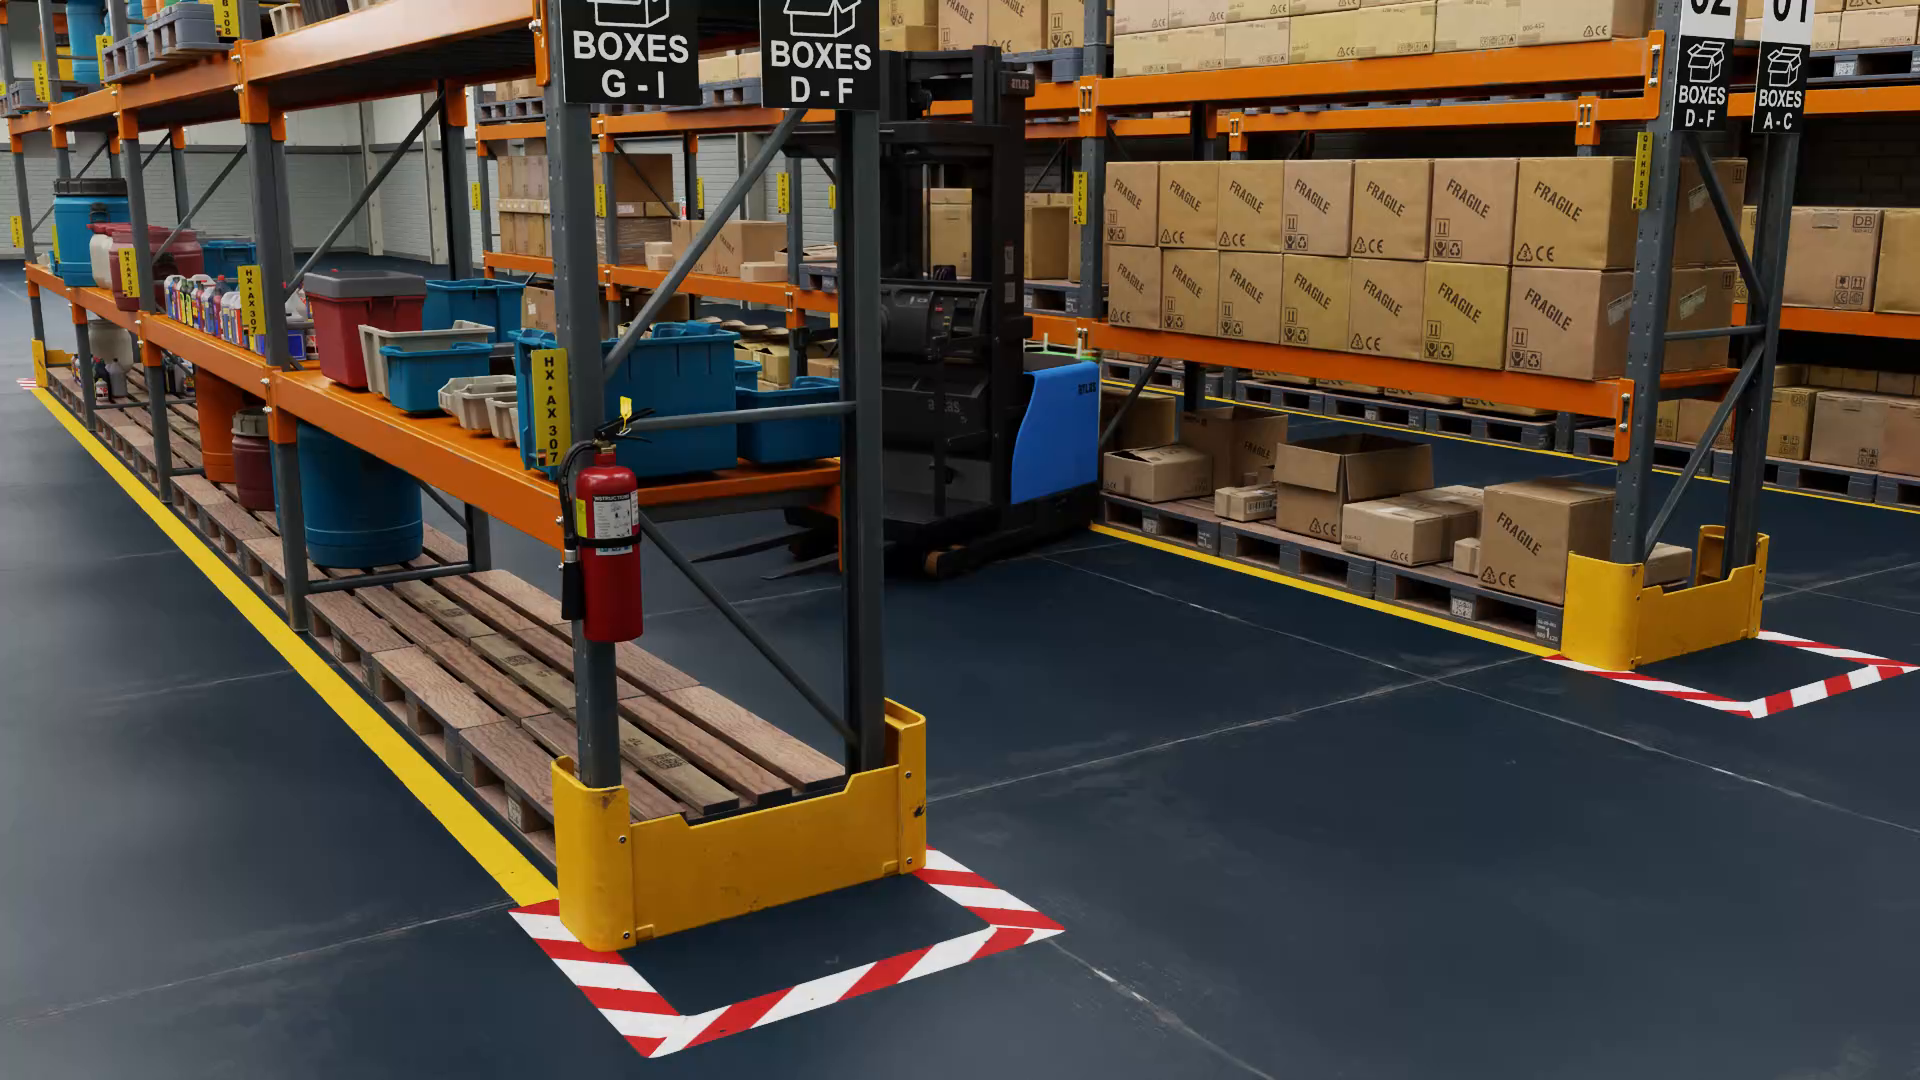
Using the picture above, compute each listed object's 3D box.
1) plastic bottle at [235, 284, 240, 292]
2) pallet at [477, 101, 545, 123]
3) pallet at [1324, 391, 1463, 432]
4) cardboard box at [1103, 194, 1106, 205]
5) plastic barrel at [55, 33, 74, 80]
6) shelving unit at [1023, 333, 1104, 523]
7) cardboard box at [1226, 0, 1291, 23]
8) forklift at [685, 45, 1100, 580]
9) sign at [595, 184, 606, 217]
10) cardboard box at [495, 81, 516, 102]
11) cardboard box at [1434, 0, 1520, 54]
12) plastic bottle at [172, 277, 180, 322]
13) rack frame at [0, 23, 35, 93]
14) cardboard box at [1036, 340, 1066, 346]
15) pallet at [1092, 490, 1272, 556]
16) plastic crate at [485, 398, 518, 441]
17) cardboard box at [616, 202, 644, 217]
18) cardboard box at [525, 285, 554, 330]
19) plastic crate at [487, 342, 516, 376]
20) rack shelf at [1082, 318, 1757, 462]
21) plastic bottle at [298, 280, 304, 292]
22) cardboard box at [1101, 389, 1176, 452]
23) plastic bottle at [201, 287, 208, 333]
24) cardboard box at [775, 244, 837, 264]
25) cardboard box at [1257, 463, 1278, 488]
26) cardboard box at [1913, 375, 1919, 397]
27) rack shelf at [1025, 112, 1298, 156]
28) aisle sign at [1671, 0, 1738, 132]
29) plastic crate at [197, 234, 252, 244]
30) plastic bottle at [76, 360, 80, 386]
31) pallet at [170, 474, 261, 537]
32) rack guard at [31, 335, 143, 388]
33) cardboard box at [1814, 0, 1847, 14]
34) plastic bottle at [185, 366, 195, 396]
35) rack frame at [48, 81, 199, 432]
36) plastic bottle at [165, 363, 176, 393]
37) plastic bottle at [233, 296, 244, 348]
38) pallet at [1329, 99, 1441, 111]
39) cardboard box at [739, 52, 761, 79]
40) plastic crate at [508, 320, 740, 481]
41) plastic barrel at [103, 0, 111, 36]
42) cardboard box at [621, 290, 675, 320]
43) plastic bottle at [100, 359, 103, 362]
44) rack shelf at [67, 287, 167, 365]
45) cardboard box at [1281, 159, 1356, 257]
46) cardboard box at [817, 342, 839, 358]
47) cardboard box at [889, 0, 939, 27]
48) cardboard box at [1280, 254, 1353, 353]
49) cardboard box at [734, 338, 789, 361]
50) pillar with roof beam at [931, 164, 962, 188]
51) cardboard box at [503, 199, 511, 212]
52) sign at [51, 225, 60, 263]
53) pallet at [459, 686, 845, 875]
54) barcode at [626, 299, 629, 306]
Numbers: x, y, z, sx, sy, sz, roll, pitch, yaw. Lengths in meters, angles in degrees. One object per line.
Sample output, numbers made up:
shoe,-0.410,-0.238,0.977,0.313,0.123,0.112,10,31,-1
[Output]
plastic bottle,-4.248,-1.408,9.894,0.144,0.351,0.185,-8,15,-33
pallet,-5.061,-5.083,19.768,1.003,0.211,1.213,-8,15,-33
pallet,4.169,-1.225,15.471,1.003,0.211,1.213,-8,15,-33
cardboard box,1.855,-3.620,18.632,0.700,0.500,0.500,-6,14,-25
plastic barrel,-8.819,-4.778,16.746,0.600,0.588,0.600,0,12,0
shelving unit,0.635,-0.732,10.857,0.258,1.200,0.503,-7,14,-44
cardboard box,1.826,-2.997,9.203,0.500,0.250,0.500,-8,15,-33
forklift,-0.364,-1.322,9.548,1.130,2.935,3.031,9,15,34
sign,-3.676,-3.474,17.012,0.100,0.325,0.005,-8,15,-33
cardboard box,-5.116,-5.476,19.807,0.797,0.503,0.637,-7,14,-29
cardboard box,2.662,-2.486,8.039,0.500,0.250,0.500,-8,15,-33
plastic bottle,-5.009,-1.545,10.678,0.061,0.283,0.133,-8,15,-33
rack frame,-9.557,-6.134,17.349,1.000,3.000,0.127,-8,15,-33
cardboard box,1.329,-2.530,19.730,0.700,0.500,0.500,-8,14,-31
pallet,1.597,-0.171,10.648,1.003,0.211,1.213,-8,15,-33
plastic crate,-1.443,-0.435,5.808,0.396,0.136,0.243,-8,15,-33
cardboard box,-3.544,-3.467,17.440,0.380,0.149,0.250,-8,15,-33
cardboard box,-4.753,-2.720,19.475,0.500,0.500,0.500,-8,15,-33
plastic crate,-2.064,-0.797,7.489,0.437,0.125,0.590,-8,15,-33
rack shelf,2.326,-0.948,9.359,1.077,0.370,4.000,-8,15,-33
plastic bottle,-4.417,-1.661,11.211,0.061,0.283,0.133,-8,15,-33
cardboard box,1.153,-0.764,11.654,0.500,0.500,0.500,-9,15,-35
plastic bottle,-4.472,-1.374,9.923,0.097,0.271,0.097,0,12,0
cardboard box,-1.333,-2.505,15.004,0.500,0.311,0.500,-8,15,-33
cardboard box,2.185,-0.355,10.229,0.500,0.311,0.500,-8,15,-33
cardboard box,6.901,-1.080,11.630,0.380,0.149,0.250,-8,15,-32
rack shelf,2.015,-4.423,18.229,1.077,0.370,4.000,-8,15,-33
aisle sign,3.217,-2.165,7.157,0.394,0.787,0.004,-8,15,-33
plastic crate,-5.765,-2.136,12.957,0.402,0.464,0.583,-8,15,-33
plastic bottle,-8.566,-1.648,16.231,0.097,0.271,0.097,0,12,0
pallet,-4.653,-0.283,11.163,1.003,0.211,1.213,-8,15,-33
rack guard,-9.475,-1.975,18.221,1.175,0.500,0.348,-8,15,-33
cardboard box,6.069,-3.917,11.608,0.500,0.500,0.500,-8,15,-32
plastic bottle,-7.152,-1.483,15.478,0.097,0.271,0.097,0,12,0
rack frame,-7.340,-2.492,14.737,1.000,3.000,0.127,-8,15,-33
plastic bottle,-7.442,-1.530,15.667,0.061,0.283,0.133,-8,15,-33
plastic bottle,-3.877,-1.195,9.097,0.152,0.276,0.135,-8,15,-33
pallet,4.146,-4.020,15.143,1.003,0.211,1.213,-7,14,-30
cardboard box,-1.602,-4.129,14.568,0.500,0.250,0.500,-8,14,-31
plastic crate,-1.033,-0.442,5.139,0.616,0.435,0.499,-8,15,-33
plastic barrel,-6.878,-4.138,14.067,0.600,0.901,0.708,-8,15,-33
cardboard box,-3.495,-2.514,18.533,0.500,0.500,0.500,-8,15,-33
plastic bottle,-8.221,-1.594,15.959,0.061,0.283,0.133,-8,15,-33
rack shelf,-6.232,-1.785,13.187,1.077,0.370,4.000,-8,15,-33
cardboard box,2.102,-1.800,8.999,0.500,0.500,0.500,-8,14,-31
cardboard box,-1.044,-1.630,14.936,0.500,0.311,0.500,-8,14,-31
cardboard box,-0.197,-4.109,12.536,0.500,0.500,0.500,-8,15,-33
cardboard box,2.118,-1.311,9.101,0.500,0.500,0.500,-8,15,-34
cardboard box,-1.787,-1.658,15.063,0.500,0.311,0.500,-8,15,-34
pillar with roof beam,-3.785,-6.775,20.280,9.100,9.000,0.400,-8,15,-33
cardboard box,-5.244,-4.013,19.939,0.380,0.149,0.250,-9,15,-34
sign,-7.804,-2.564,14.419,0.100,0.325,0.005,-8,15,-33
pallet,-1.116,0.853,5.967,1.003,0.211,1.213,-8,15,-33
barcode,-3.420,-2.446,17.100,0.001,0.075,0.075,-8,15,-33
